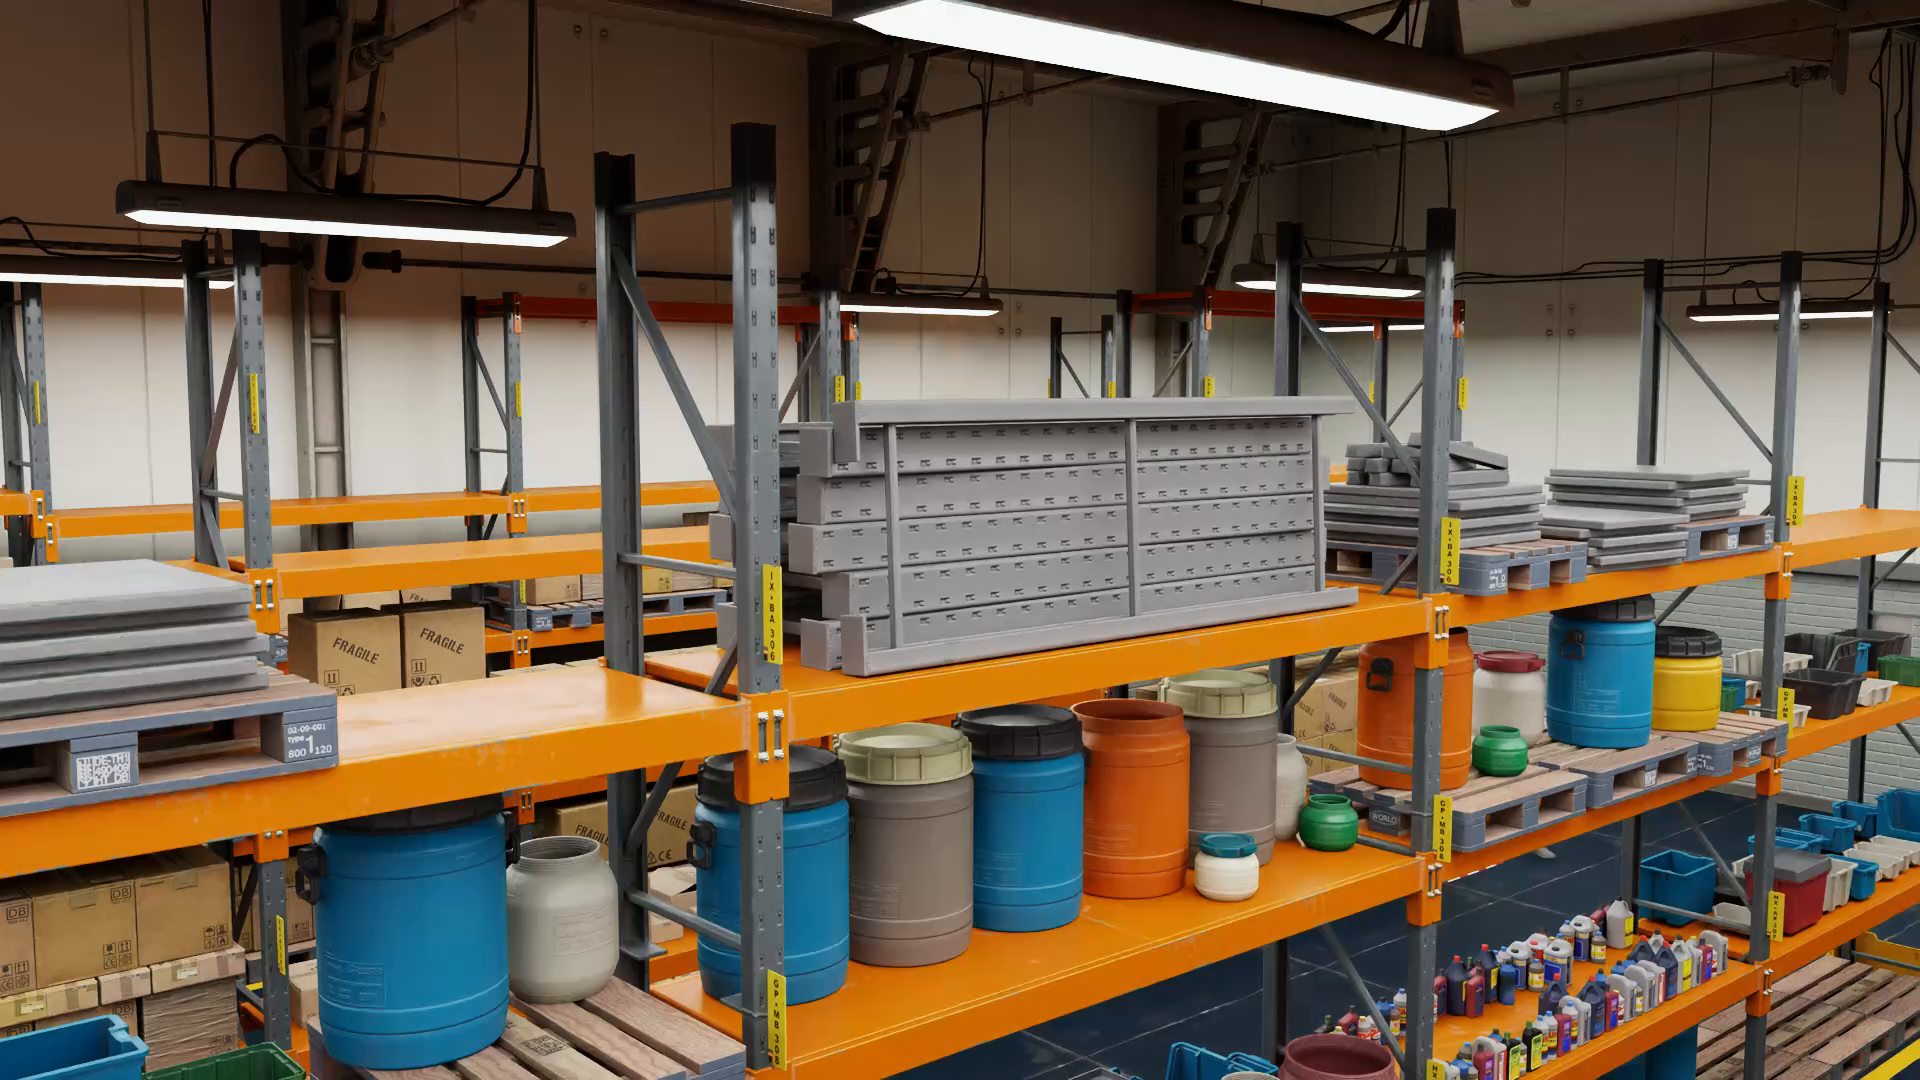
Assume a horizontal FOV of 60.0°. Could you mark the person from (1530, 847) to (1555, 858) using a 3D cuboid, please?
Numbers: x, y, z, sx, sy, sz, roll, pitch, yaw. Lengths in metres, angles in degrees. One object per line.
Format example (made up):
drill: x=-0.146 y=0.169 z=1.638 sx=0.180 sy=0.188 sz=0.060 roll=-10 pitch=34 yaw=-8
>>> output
person: x=6.068 y=2.576 z=17.987 sx=0.710 sy=1.713 sz=0.539 roll=-2 pitch=6 yaw=-24
